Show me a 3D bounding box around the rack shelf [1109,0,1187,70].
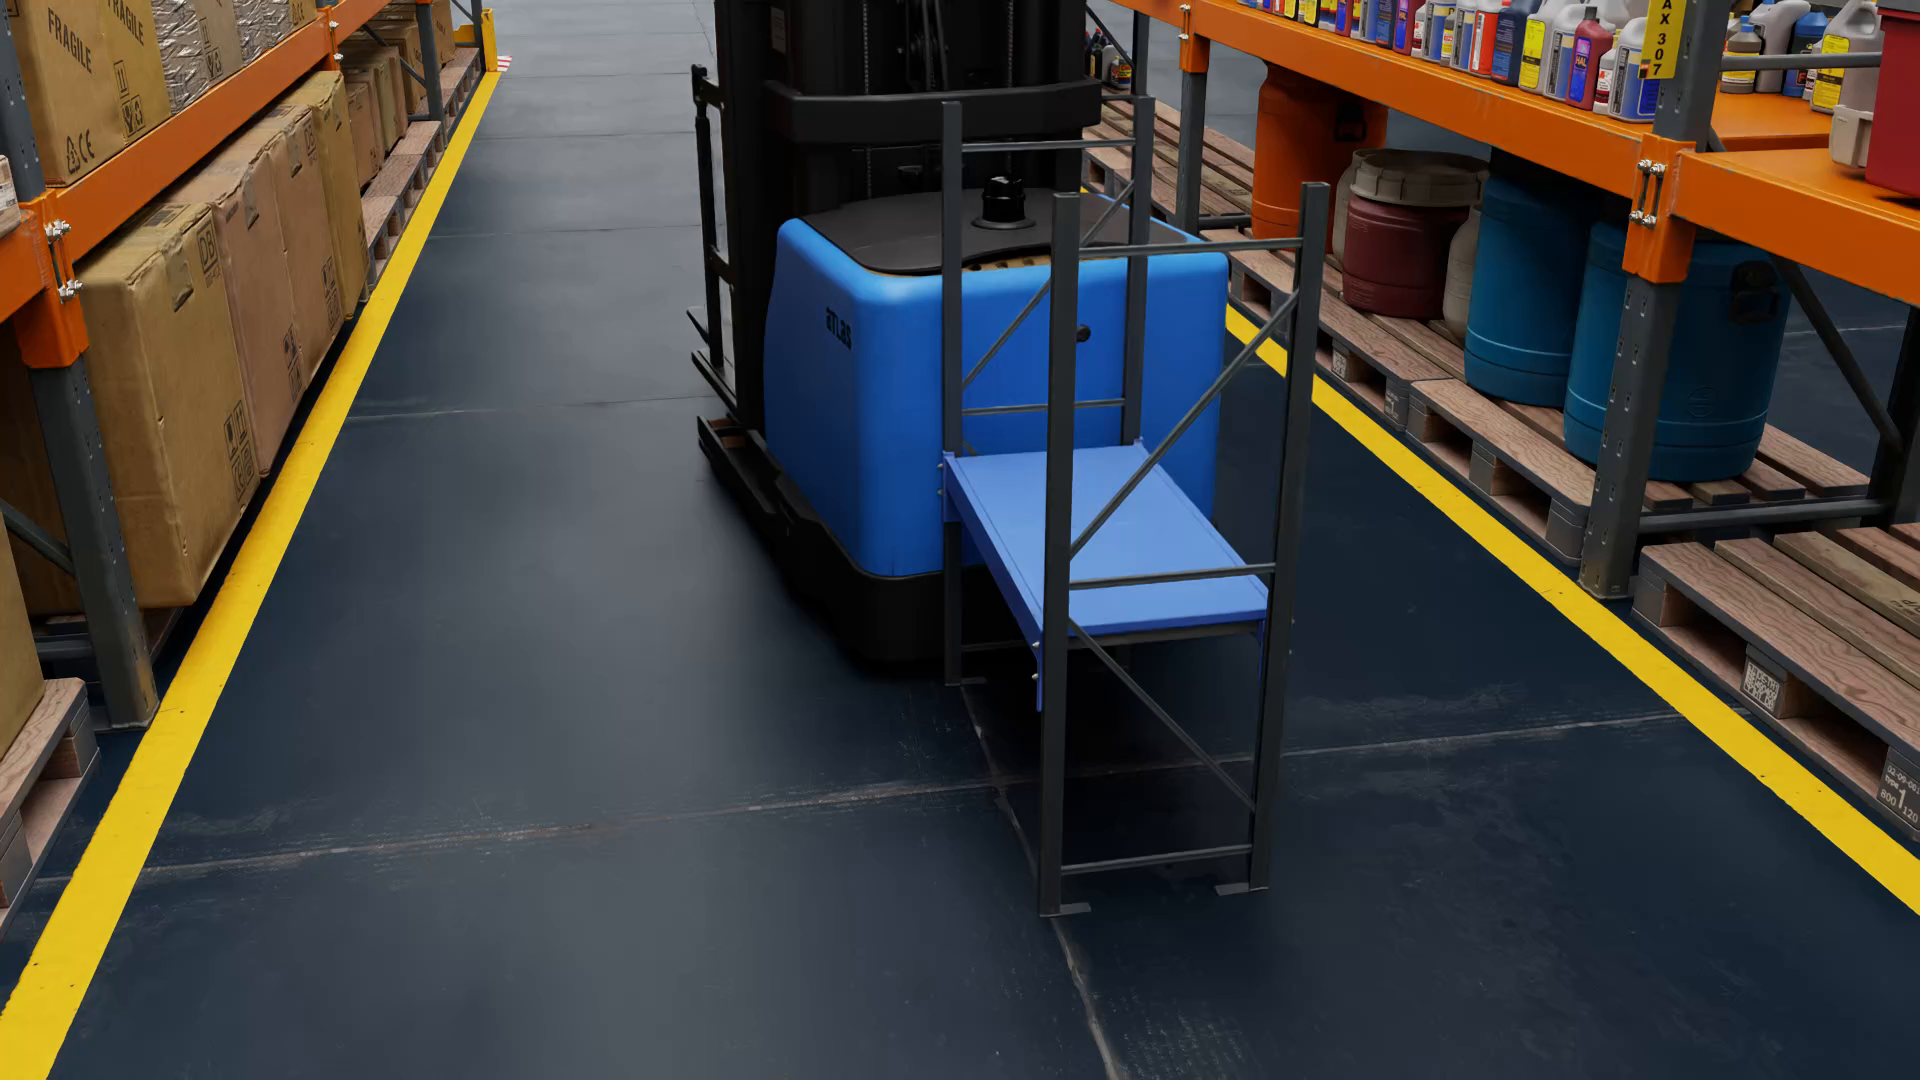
[{"bbox_3d":[1.225,-3.283,9.917,1.077,0.370,4.000,-4,24,-10],"label":"rack shelf"}]

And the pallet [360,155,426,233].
[{"bbox_3d":[-3.638,-1.968,9.492,1.003,0.211,1.213,-4,24,-10],"label":"pallet"}]

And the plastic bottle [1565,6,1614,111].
[{"bbox_3d":[1.857,-1.418,4.894,0.061,0.283,0.133,-4,24,-10],"label":"plastic bottle"}]

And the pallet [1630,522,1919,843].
[{"bbox_3d":[2.509,0.312,4.272,1.003,0.211,1.213,-4,24,-10],"label":"pallet"}]

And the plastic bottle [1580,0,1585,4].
[{"bbox_3d":[1.951,-1.651,5.343,0.144,0.351,0.185,-4,24,-10],"label":"plastic bottle"}]

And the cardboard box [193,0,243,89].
[{"bbox_3d":[-2.659,-1.729,5.335,0.500,0.500,0.500,-4,24,-9],"label":"cardboard box"}]

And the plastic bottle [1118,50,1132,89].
[{"bbox_3d":[1.227,-3.508,12.394,0.097,0.271,0.097,0,24,0],"label":"plastic bottle"}]

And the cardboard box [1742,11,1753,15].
[{"bbox_3d":[6.081,-3.816,12.449,0.500,0.311,0.500,-4,24,-10],"label":"cardboard box"}]

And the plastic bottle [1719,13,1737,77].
[{"bbox_3d":[2.525,-1.640,5.505,0.097,0.201,0.097,0,24,0],"label":"plastic bottle"}]

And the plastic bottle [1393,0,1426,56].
[{"bbox_3d":[1.628,-1.904,6.007,0.061,0.283,0.133,-4,24,-10],"label":"plastic bottle"}]

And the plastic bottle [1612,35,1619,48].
[{"bbox_3d":[1.931,-1.393,4.940,0.097,0.201,0.097,0,24,0],"label":"plastic bottle"}]

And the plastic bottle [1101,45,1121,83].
[{"bbox_3d":[1.141,-3.635,12.680,0.152,0.276,0.135,-3,24,-8],"label":"plastic bottle"}]

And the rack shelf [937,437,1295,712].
[{"bbox_3d":[0.306,0.040,3.735,0.538,0.185,1.000,-5,24,-11],"label":"rack shelf"}]

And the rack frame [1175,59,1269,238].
[{"bbox_3d":[1.595,-2.826,7.972,1.000,3.000,0.127,-4,24,-10],"label":"rack frame"}]

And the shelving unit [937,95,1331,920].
[{"bbox_3d":[0.306,-0.125,3.663,0.538,1.500,1.048,-5,24,-11],"label":"shelving unit"}]

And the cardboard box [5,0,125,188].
[{"bbox_3d":[-2.372,-1.131,3.967,0.500,0.500,0.500,-4,24,-10],"label":"cardboard box"}]

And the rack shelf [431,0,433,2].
[{"bbox_3d":[-4.382,-4.490,12.681,1.077,0.370,4.000,-4,24,-10],"label":"rack shelf"}]

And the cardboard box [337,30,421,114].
[{"bbox_3d":[-4.047,-3.240,11.519,0.500,0.500,0.500,-5,24,-11],"label":"cardboard box"}]

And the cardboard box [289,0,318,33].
[{"bbox_3d":[-2.938,-2.329,6.710,0.500,0.500,0.500,-4,24,-8],"label":"cardboard box"}]

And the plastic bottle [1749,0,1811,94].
[{"bbox_3d":[2.556,-1.550,5.206,0.152,0.276,0.135,-4,24,-10],"label":"plastic bottle"}]

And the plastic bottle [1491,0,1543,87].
[{"bbox_3d":[1.809,-1.640,5.319,0.144,0.351,0.185,-4,24,-10],"label":"plastic bottle"}]

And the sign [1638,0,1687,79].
[{"bbox_3d":[1.794,-1.339,4.223,0.100,0.325,0.005,-4,24,-10],"label":"sign"}]

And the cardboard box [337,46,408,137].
[{"bbox_3d":[-3.920,-2.846,10.591,0.700,0.500,0.500,-6,24,-14],"label":"cardboard box"}]

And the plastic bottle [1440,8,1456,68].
[{"bbox_3d":[1.710,-1.731,5.714,0.097,0.201,0.097,0,24,0],"label":"plastic bottle"}]

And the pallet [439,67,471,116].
[{"bbox_3d":[-4.400,-3.497,12.993,1.003,0.211,1.213,-4,24,-10],"label":"pallet"}]

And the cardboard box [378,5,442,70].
[{"bbox_3d":[-4.411,-3.926,13.089,0.500,0.500,0.500,-2,24,-5],"label":"cardboard box"}]

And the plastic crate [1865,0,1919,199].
[{"bbox_3d":[2.253,-0.939,3.498,0.402,0.464,0.583,-4,24,-10],"label":"plastic crate"}]

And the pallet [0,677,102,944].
[{"bbox_3d":[-2.469,0.697,3.391,1.003,0.211,1.213,-4,24,-10],"label":"pallet"}]

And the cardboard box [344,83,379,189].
[{"bbox_3d":[-3.643,-2.217,9.152,0.700,0.500,0.500,-2,24,-5],"label":"cardboard box"}]

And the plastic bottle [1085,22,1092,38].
[{"bbox_3d":[1.000,-3.976,13.367,0.144,0.351,0.185,-4,24,-10],"label":"plastic bottle"}]

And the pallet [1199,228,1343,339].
[{"bbox_3d":[1.782,-1.241,7.827,1.003,0.211,1.213,-4,24,-10],"label":"pallet"}]

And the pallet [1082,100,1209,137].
[{"bbox_3d":[1.039,-2.815,11.432,1.003,0.211,1.213,-4,24,-10],"label":"pallet"}]

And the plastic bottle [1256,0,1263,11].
[{"bbox_3d":[1.370,-2.455,7.371,0.097,0.201,0.097,0,24,0],"label":"plastic bottle"}]

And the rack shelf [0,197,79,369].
[{"bbox_3d":[-2.163,0.231,1.873,1.077,0.370,4.000,-4,24,-10],"label":"rack shelf"}]

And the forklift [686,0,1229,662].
[{"bbox_3d":[-0.280,-1.587,5.221,1.130,2.935,3.031,-9,25,-19],"label":"forklift"}]

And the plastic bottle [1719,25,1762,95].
[{"bbox_3d":[2.437,-1.499,5.183,0.097,0.201,0.097,0,24,0],"label":"plastic bottle"}]

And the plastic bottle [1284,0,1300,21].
[{"bbox_3d":[1.423,-2.340,7.006,0.061,0.283,0.133,-4,24,-10],"label":"plastic bottle"}]

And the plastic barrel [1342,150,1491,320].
[{"bbox_3d":[1.911,-1.278,6.916,0.600,0.588,0.708,-4,24,-10],"label":"plastic barrel"}]

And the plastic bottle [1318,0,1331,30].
[{"bbox_3d":[1.505,-2.200,6.700,0.097,0.271,0.097,0,24,0],"label":"plastic bottle"}]

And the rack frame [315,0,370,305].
[{"bbox_3d":[-3.273,-2.459,7.133,1.000,3.000,0.127,-4,24,-10],"label":"rack frame"}]

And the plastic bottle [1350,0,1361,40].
[{"bbox_3d":[1.565,-2.071,6.404,0.097,0.271,0.097,0,24,0],"label":"plastic bottle"}]

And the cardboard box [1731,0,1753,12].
[{"bbox_3d":[5.946,-4.246,13.198,0.500,0.500,0.500,-4,24,-10],"label":"cardboard box"}]

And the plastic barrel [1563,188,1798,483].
[{"bbox_3d":[2.251,-0.698,5.199,0.600,0.901,0.708,-4,24,-10],"label":"plastic barrel"}]

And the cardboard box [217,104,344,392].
[{"bbox_3d":[-3.008,-1.054,6.045,1.225,0.875,0.875,-4,24,-10],"label":"cardboard box"}]
